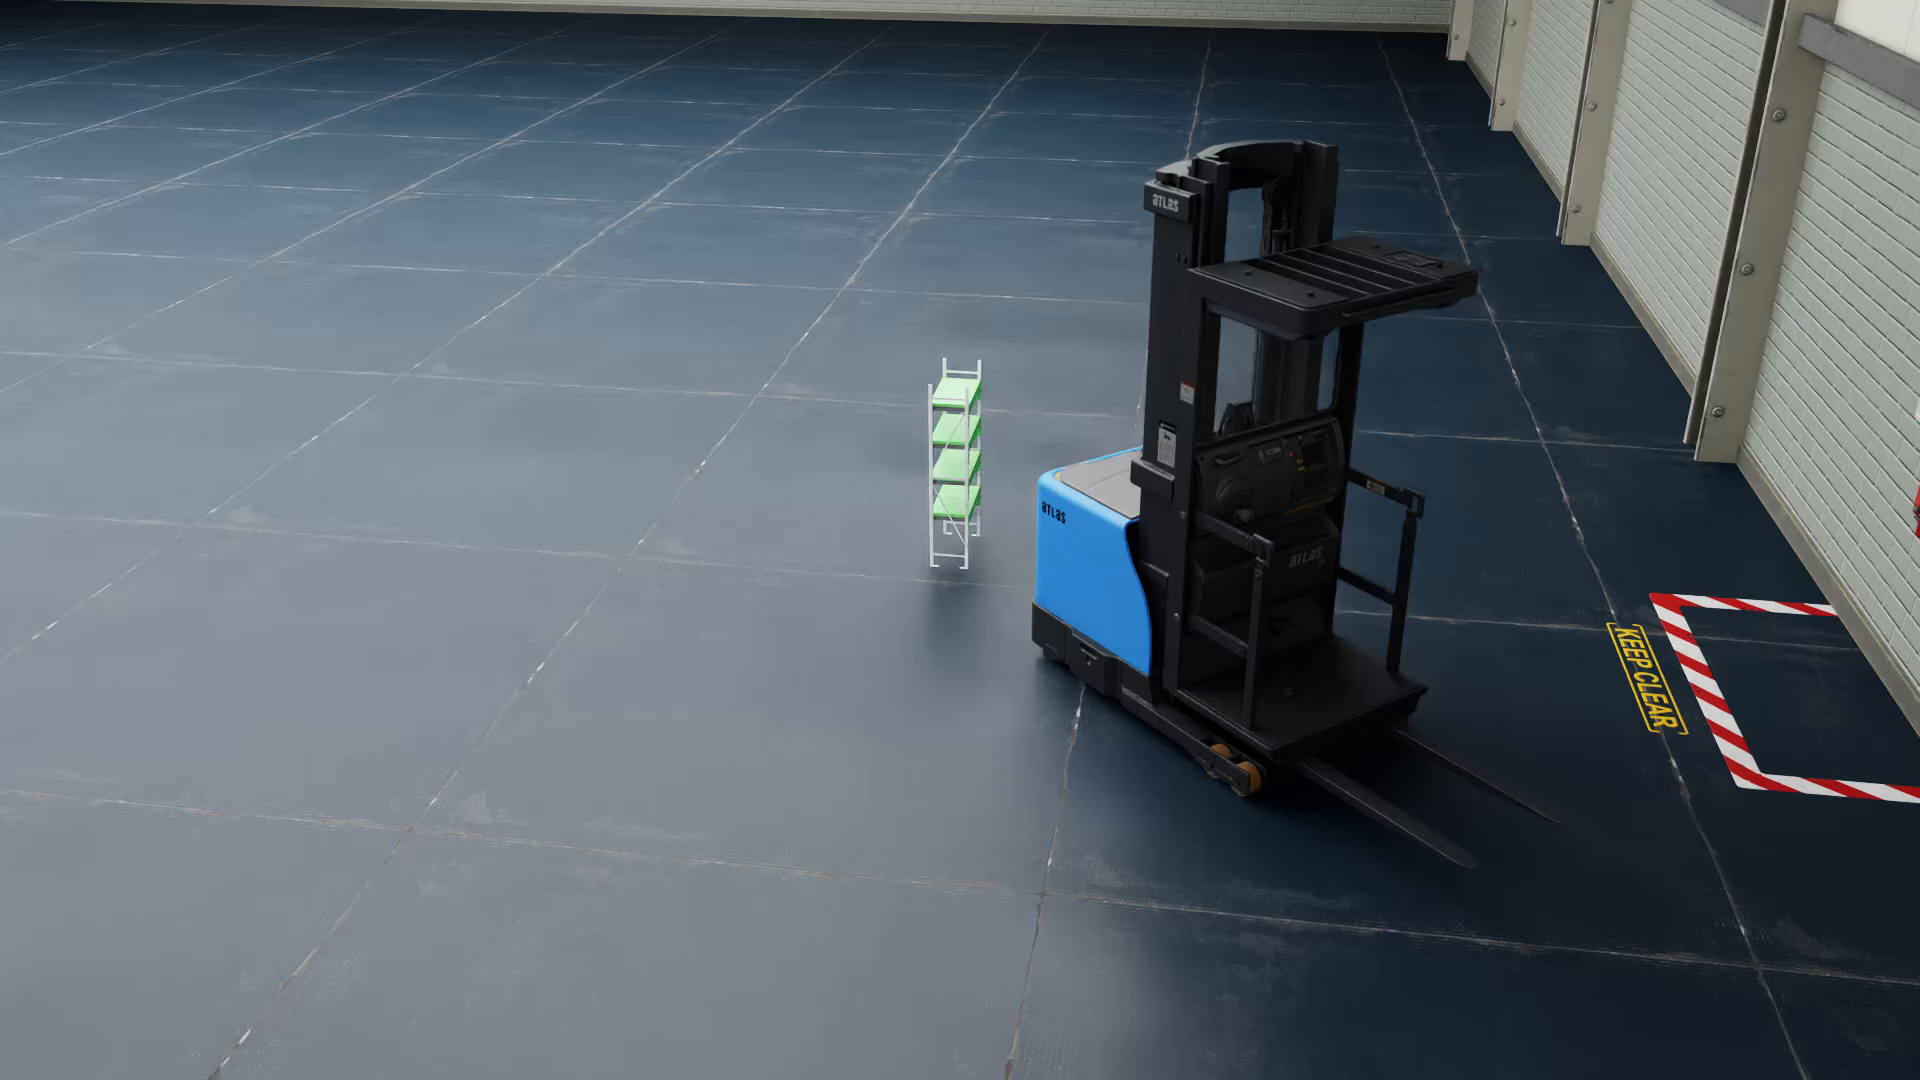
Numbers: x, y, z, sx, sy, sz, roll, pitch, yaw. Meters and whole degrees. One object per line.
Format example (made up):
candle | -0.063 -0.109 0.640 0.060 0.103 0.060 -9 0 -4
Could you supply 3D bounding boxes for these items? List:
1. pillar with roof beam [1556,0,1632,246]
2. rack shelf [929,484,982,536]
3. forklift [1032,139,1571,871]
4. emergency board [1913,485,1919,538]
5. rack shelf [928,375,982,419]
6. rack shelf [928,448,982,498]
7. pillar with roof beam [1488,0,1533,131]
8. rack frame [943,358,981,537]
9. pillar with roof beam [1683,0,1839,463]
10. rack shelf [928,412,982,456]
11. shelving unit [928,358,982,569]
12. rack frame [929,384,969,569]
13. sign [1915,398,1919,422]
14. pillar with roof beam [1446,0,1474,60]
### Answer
pillar with roof beam | 2.212 -7.525 16.212 9.100 9.000 0.400 4 25 9
rack shelf | -0.027 -0.199 10.477 0.258 0.148 0.480 4 25 9
forklift | 1.643 -0.311 7.958 1.130 2.935 3.031 -16 29 -30
emergency board | 4.940 -0.522 8.327 0.194 1.169 0.643 4 25 9
rack shelf | -0.027 -0.851 10.171 0.258 0.148 0.480 4 25 9
rack shelf | -0.027 -0.416 10.375 0.258 0.148 0.480 4 25 9
pillar with roof beam | 3.193 -10.035 21.573 9.100 9.000 0.400 4 25 9
rack frame | 0.013 -0.576 10.566 0.240 1.200 0.015 4 25 9
pillar with roof beam | 1.232 -5.016 10.851 9.100 9.000 0.400 4 25 9
rack shelf | -0.027 -0.634 10.273 0.258 0.148 0.480 4 25 9
shelving unit | -0.027 -0.474 10.348 0.258 1.200 0.503 4 25 9
rack frame | -0.067 -0.372 10.130 0.240 1.200 0.015 4 25 9
sign | 5.132 -0.762 8.798 0.001 0.329 0.234 4 25 9
pillar with roof beam | 4.173 -12.544 26.934 9.100 9.000 0.400 4 25 9
